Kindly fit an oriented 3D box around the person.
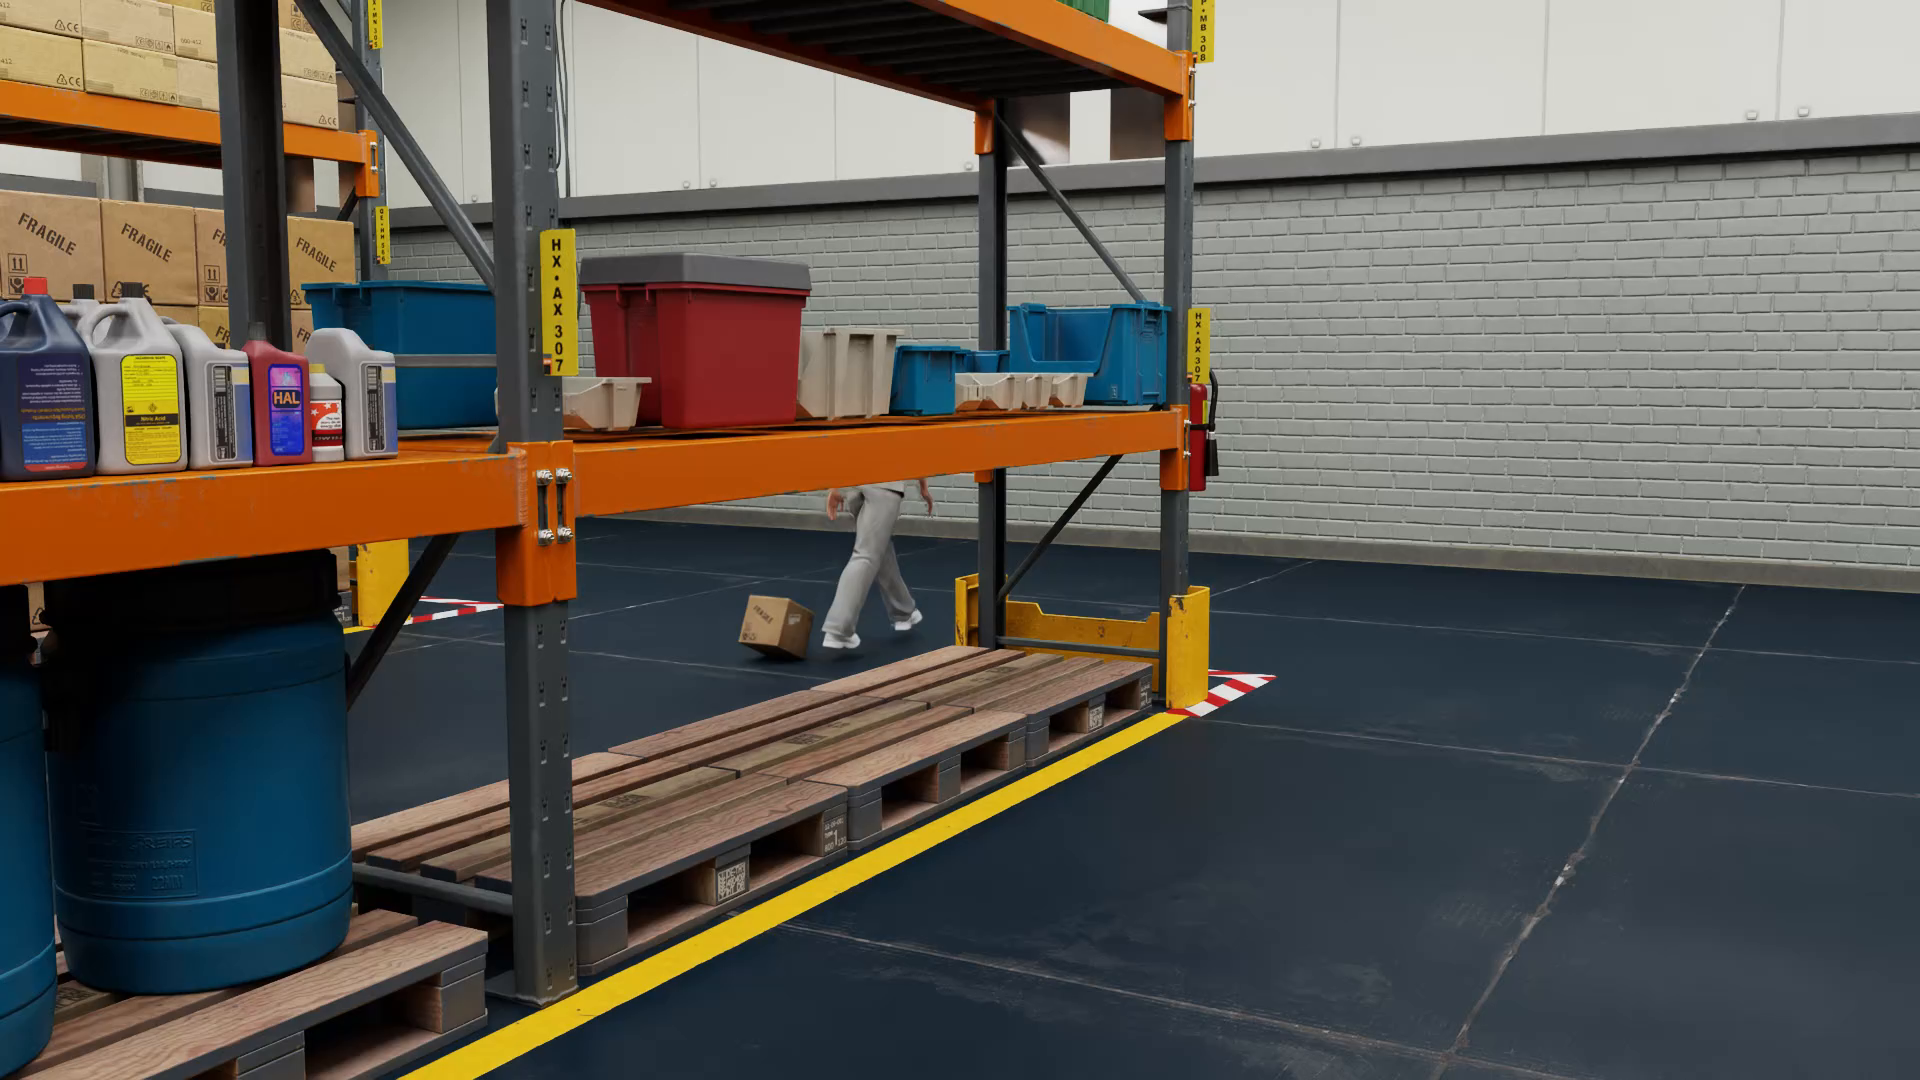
[{"bbox_3d":[-0.389,-0.263,8.792,0.453,1.597,1.053,4,7,34],"label":"person"}]
